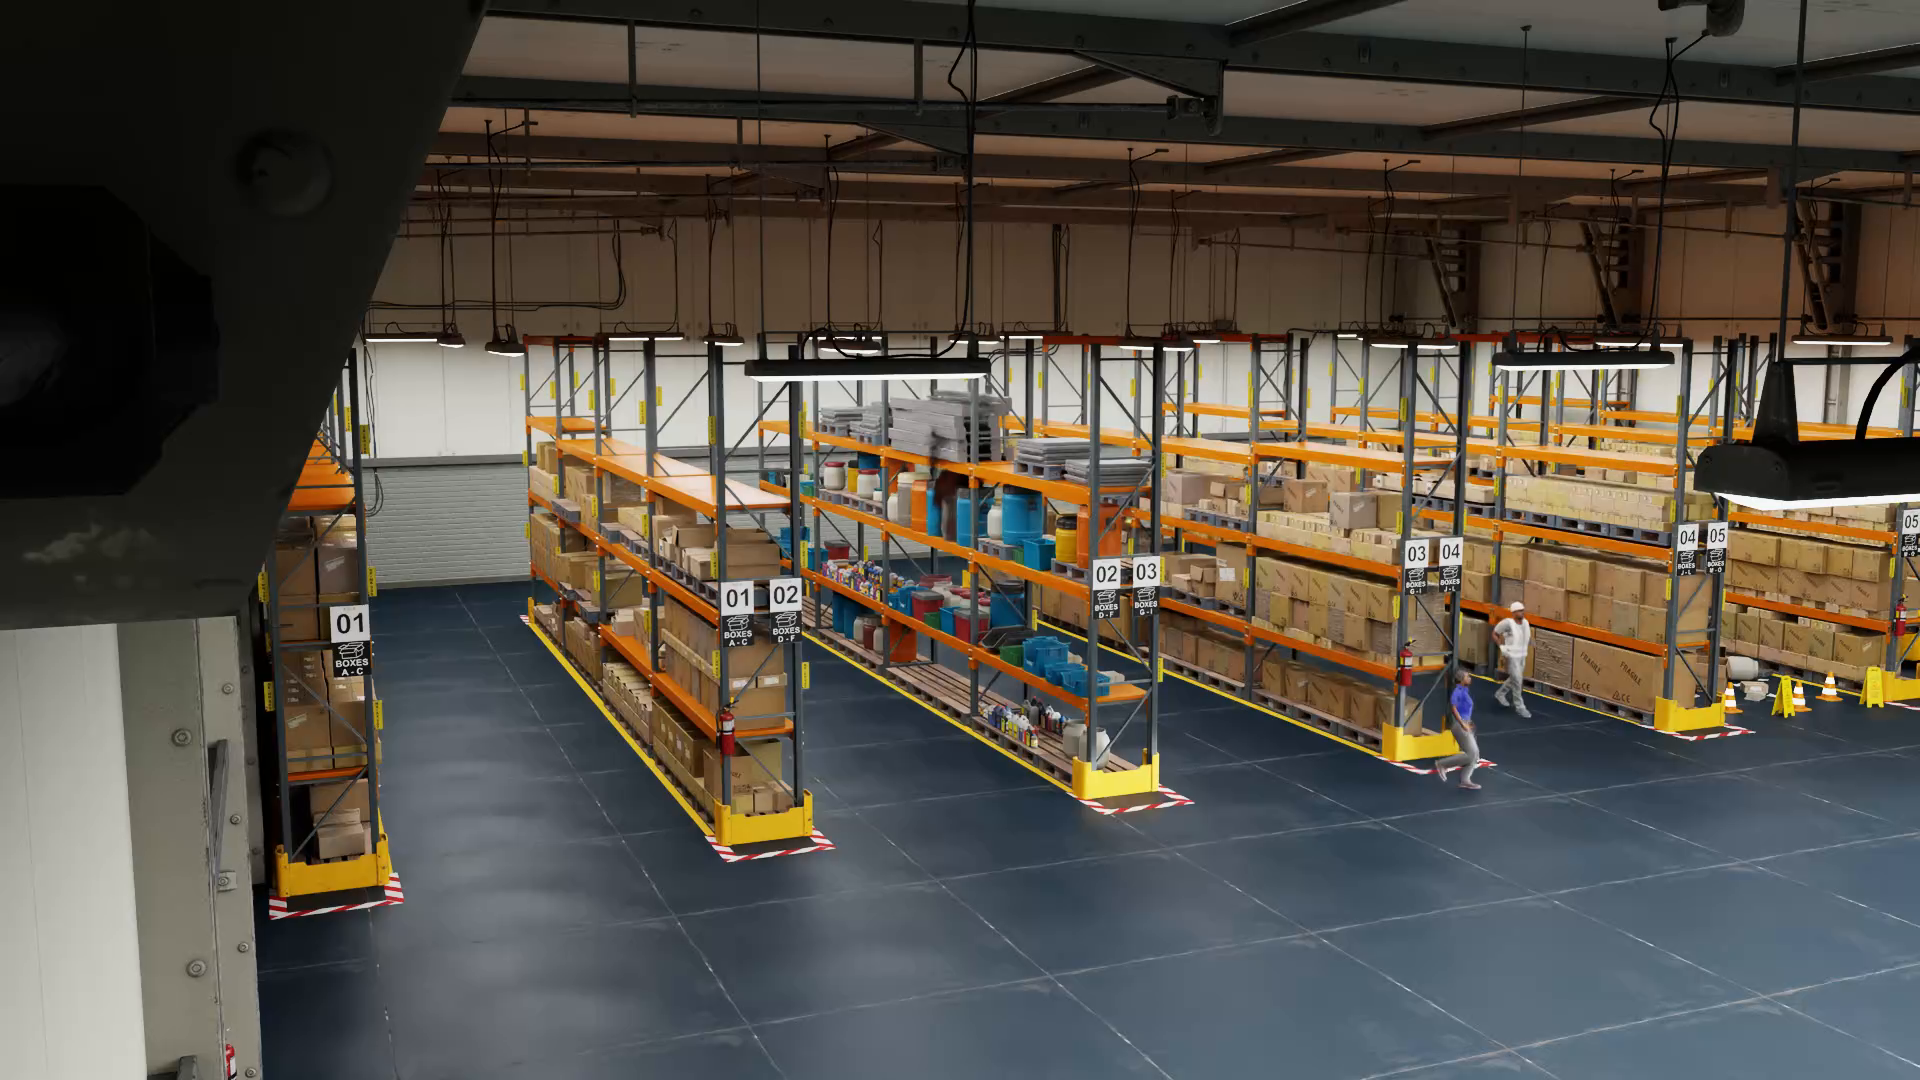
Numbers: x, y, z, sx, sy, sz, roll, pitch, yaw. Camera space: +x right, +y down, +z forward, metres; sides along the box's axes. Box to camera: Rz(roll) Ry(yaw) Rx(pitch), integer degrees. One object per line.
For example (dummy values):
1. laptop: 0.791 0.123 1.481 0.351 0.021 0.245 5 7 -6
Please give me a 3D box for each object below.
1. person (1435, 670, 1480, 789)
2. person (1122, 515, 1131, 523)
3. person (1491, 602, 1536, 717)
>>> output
1. person: 6.779 2.553 22.600 0.605 1.590 0.636 2 8 14
2. person: 3.933 0.090 40.607 0.763 1.789 0.680 7 10 41
3. person: 8.941 1.885 26.782 0.680 1.800 0.845 -5 9 -31
